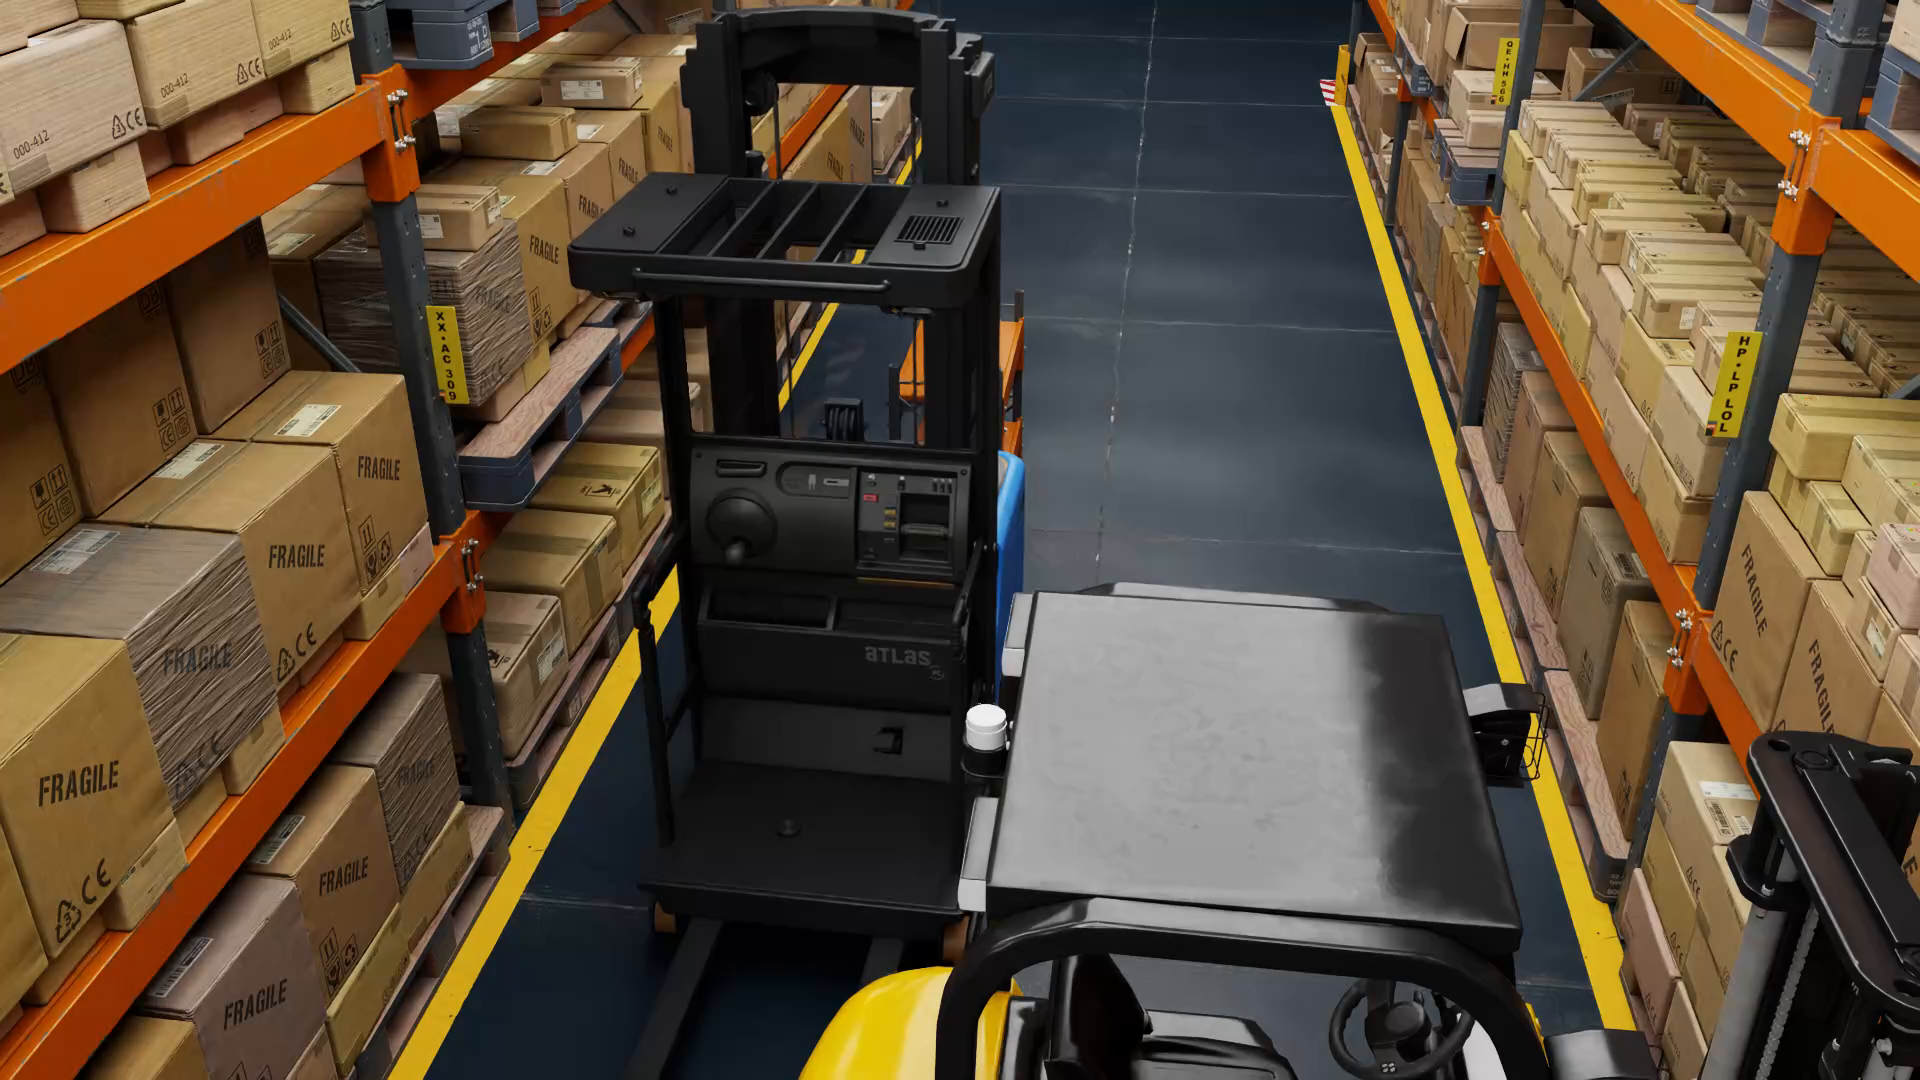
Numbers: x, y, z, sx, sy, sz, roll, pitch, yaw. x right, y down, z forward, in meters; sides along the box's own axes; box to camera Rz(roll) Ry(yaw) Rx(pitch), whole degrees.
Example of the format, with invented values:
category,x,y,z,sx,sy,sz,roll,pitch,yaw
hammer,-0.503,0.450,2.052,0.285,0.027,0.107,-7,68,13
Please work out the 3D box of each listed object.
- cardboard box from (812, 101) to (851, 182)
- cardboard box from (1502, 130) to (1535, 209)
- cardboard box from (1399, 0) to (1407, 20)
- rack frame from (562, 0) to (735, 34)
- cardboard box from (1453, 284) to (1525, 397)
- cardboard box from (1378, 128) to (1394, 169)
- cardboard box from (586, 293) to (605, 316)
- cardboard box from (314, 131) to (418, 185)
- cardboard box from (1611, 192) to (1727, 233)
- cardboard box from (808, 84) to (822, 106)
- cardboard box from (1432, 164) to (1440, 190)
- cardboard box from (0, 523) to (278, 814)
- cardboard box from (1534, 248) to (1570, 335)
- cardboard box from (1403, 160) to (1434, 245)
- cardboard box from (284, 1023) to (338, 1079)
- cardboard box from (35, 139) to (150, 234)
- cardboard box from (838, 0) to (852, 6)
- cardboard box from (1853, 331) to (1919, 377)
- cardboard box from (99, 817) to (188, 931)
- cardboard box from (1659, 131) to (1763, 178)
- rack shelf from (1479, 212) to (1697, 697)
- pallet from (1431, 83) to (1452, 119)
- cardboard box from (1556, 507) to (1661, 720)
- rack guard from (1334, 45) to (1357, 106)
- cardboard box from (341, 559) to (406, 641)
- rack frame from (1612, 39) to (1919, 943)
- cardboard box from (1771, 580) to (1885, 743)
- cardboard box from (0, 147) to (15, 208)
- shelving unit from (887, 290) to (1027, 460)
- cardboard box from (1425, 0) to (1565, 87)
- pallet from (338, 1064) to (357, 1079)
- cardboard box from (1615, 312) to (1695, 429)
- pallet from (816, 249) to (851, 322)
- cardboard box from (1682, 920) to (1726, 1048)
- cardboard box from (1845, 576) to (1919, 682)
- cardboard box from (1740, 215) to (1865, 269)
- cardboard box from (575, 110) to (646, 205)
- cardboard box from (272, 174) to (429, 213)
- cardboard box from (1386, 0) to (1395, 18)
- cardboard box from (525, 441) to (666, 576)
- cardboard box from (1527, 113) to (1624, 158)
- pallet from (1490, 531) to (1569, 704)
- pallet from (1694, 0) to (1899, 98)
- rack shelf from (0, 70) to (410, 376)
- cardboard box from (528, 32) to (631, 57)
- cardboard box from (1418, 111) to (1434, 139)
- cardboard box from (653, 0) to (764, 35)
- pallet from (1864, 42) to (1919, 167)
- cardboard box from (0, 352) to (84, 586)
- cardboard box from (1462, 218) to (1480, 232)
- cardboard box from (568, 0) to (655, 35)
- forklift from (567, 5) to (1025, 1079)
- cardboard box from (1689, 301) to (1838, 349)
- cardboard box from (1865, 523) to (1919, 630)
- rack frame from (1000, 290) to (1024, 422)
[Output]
category,x,y,z,sx,sy,sz,roll,pitch,yaw
cardboard box,-1.282,-2.523,11.568,0.875,0.875,0.875,4,29,8
cardboard box,2.933,-1.787,8.036,0.500,0.250,0.500,3,28,6
cardboard box,3.565,-4.028,12.408,0.500,0.250,0.500,4,29,7
rack frame,-1.672,-2.113,9.009,1.000,3.000,0.127,3,28,6
cardboard box,3.093,-1.122,9.363,0.500,0.500,0.500,4,29,8
cardboard box,3.565,-3.138,13.351,0.396,0.266,0.258,4,29,8
cardboard box,-1.678,-1.036,6.832,0.380,0.149,0.250,4,29,7
cardboard box,-2.259,-1.431,6.198,0.380,0.149,0.250,3,28,5
cardboard box,2.839,-1.287,6.686,0.380,0.149,0.250,3,28,6
cardboard box,-1.190,-2.984,10.785,0.500,0.250,0.500,3,28,6
cardboard box,3.371,-2.424,11.096,0.380,0.149,0.250,3,28,6
cardboard box,-2.086,0.306,4.101,0.500,0.500,0.500,4,29,8
cardboard box,2.835,-1.086,7.262,0.500,0.250,0.500,2,28,5
cardboard box,3.406,-2.328,11.601,0.500,0.500,0.500,3,28,6
cardboard box,-2.091,1.580,4.611,0.500,0.250,0.500,4,29,7
cardboard box,-2.039,-0.790,3.656,0.380,0.149,0.250,4,29,8
cardboard box,-1.049,-3.693,11.572,0.500,0.250,0.500,4,29,7
cardboard box,3.105,-0.549,5.317,0.380,0.149,0.250,2,28,5
cardboard box,-2.077,0.770,3.923,0.380,0.149,0.250,4,29,7
cardboard box,3.402,-1.743,7.533,0.380,0.149,0.250,3,28,6
rack shelf,3.009,-0.568,6.900,1.077,0.370,4.000,3,28,6
pallet,3.488,-2.657,10.222,1.003,0.211,1.213,3,28,6
cardboard box,2.920,0.306,6.580,0.875,0.625,0.625,3,28,6
rack guard,4.225,-4.456,15.994,1.175,0.500,0.348,3,28,6
cardboard box,-1.923,0.167,5.042,0.380,0.149,0.250,4,29,7
rack frame,2.764,0.057,4.982,1.000,3.000,0.127,3,28,6
cardboard box,2.403,0.452,4.142,0.500,0.500,0.500,4,29,7
cardboard box,-2.134,-0.675,3.022,0.500,0.250,0.500,4,29,7
shelving unit,0.001,-0.498,7.989,0.538,1.125,1.048,3,28,6
cardboard box,3.303,-3.110,10.312,0.700,0.500,0.500,3,28,6
pallet,-2.357,1.892,4.516,1.003,0.211,1.213,3,28,6
cardboard box,2.626,-0.586,5.806,0.500,0.250,0.500,3,28,5
pallet,-1.349,-1.825,11.414,1.003,0.211,1.213,3,28,6
cardboard box,2.339,1.309,4.587,0.500,0.250,0.500,3,28,6
cardboard box,2.326,0.220,3.890,0.380,0.149,0.250,4,29,7
cardboard box,3.253,-1.141,6.416,0.380,0.149,0.250,4,29,7
cardboard box,-1.633,-1.504,7.017,0.500,0.500,0.500,2,28,4
cardboard box,-2.274,-1.054,6.182,0.500,0.500,0.500,4,29,6
cardboard box,3.613,-4.255,13.250,0.380,0.149,0.250,3,28,5
cardboard box,-1.933,-0.171,7.733,0.950,0.372,0.625,4,29,8
cardboard box,2.891,-1.897,7.820,0.380,0.149,0.250,4,29,7
pallet,2.963,0.359,7.361,1.003,0.211,1.213,3,28,6
pallet,2.859,-1.596,5.088,0.805,0.209,1.217,2,28,4
rack shelf,-2.408,-0.292,3.226,1.077,0.370,4.000,3,28,6
cardboard box,-1.957,-2.274,8.447,0.500,0.500,0.500,3,28,5
cardboard box,3.452,-2.932,11.724,0.380,0.149,0.250,2,28,4
cardboard box,-1.369,-2.815,9.153,0.500,0.500,0.500,2,28,5
pallet,2.685,-0.822,3.544,1.003,0.211,1.213,3,28,6
cardboard box,-2.604,-0.177,3.942,0.700,0.500,0.500,3,28,5
cardboard box,3.220,-1.817,9.968,0.380,0.149,0.250,4,29,8
cardboard box,-1.869,-2.856,9.228,0.500,0.500,0.500,3,28,5
forklift,-0.457,-0.046,5.244,1.130,2.935,3.031,4,29,8
cardboard box,2.681,-0.681,5.563,0.380,0.149,0.250,3,28,6
cardboard box,2.332,0.093,3.812,0.380,0.149,0.250,4,29,7
rack frame,0.063,-0.738,8.433,0.500,1.125,0.032,3,28,6
